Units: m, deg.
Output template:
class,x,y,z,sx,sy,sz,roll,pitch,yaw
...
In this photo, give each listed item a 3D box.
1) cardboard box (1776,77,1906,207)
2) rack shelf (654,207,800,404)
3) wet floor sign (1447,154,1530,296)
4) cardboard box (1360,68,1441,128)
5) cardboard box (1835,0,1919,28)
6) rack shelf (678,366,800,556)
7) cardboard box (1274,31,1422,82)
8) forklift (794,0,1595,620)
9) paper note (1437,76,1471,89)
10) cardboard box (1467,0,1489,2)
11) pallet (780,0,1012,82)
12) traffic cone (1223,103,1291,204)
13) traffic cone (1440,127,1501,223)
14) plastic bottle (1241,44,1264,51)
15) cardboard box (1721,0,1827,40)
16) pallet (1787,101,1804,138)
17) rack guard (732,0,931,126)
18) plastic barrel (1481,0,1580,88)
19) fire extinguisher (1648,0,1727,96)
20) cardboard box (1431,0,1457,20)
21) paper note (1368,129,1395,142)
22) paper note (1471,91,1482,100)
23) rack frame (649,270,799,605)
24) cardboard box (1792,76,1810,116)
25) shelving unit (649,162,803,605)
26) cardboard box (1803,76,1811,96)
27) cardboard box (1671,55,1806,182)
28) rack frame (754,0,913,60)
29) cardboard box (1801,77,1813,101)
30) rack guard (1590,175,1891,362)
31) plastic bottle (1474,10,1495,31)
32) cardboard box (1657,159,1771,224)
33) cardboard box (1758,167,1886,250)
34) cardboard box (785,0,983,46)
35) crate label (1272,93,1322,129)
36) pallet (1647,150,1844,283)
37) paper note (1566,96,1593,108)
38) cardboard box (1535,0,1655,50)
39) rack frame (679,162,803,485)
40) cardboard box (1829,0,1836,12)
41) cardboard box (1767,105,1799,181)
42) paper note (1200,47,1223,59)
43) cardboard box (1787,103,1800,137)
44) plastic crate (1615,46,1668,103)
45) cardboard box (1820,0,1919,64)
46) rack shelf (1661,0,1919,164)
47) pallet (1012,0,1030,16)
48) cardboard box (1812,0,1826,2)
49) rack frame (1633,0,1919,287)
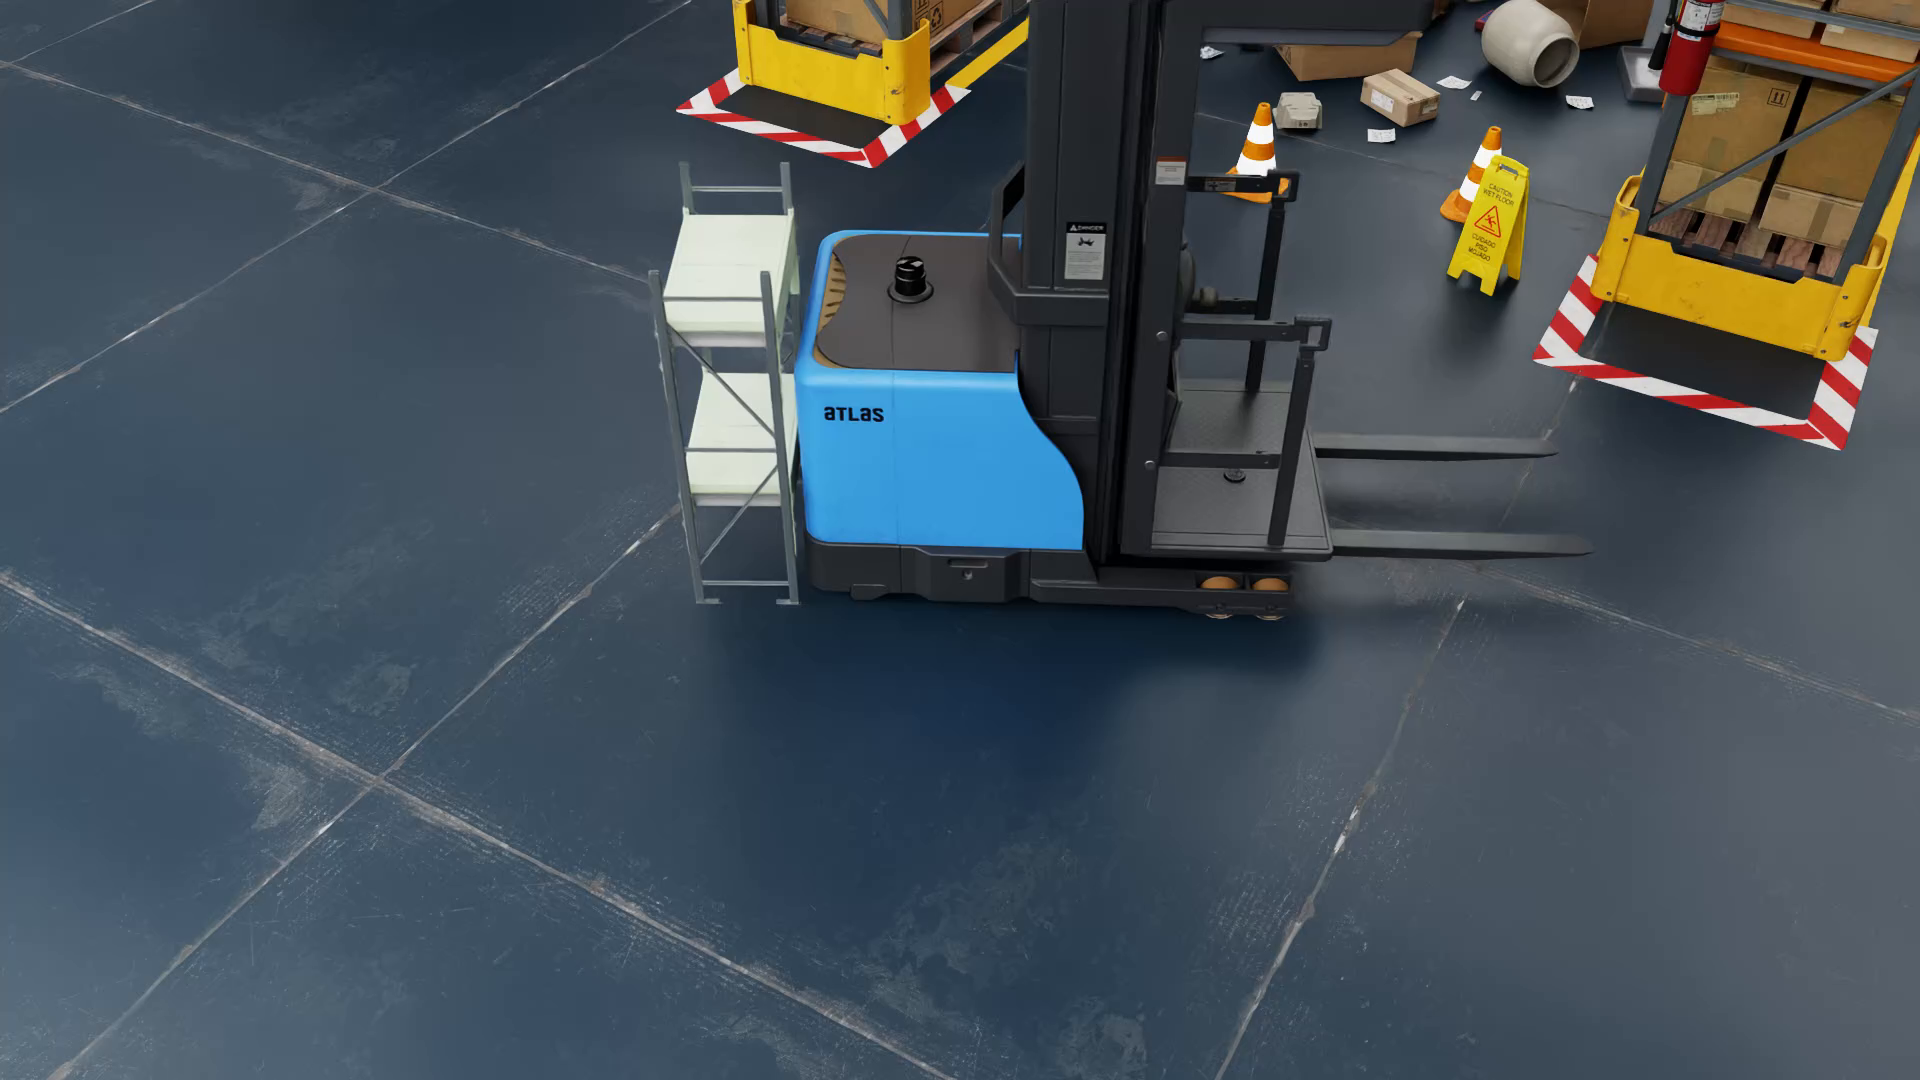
class,x,y,z,sx,sy,sz,roll,pitch,yaw
cardboard box,4.264,-1.973,7.917,0.500,0.500,0.500,19,45,21
rack shelf,-0.822,-0.854,5.995,0.431,0.370,0.720,0,41,0
wet floor sign,2.588,-1.544,8.015,0.232,0.644,0.267,-29,49,-29
cardboard box,2.517,-2.530,9.510,0.250,0.149,0.380,-21,45,-22
cardboard box,4.087,-2.511,7.031,0.500,0.500,0.500,20,45,21
rack shelf,-0.822,-0.317,6.468,0.431,0.370,0.720,0,41,0
cardboard box,2.297,-3.088,9.876,0.797,0.503,0.637,-7,42,-7
forklift,0.933,-1.153,5.842,3.031,2.935,1.130,2,41,2
paper note,2.914,-2.699,9.801,0.142,0.019,0.148,-29,49,-29
cardboard box,3.346,-3.689,10.738,0.258,0.266,0.396,-7,42,-7
pallet,-0.394,-3.198,10.222,1.003,0.211,1.213,21,45,22
traffic cone,1.577,-2.075,8.757,0.336,0.463,0.334,21,45,22
traffic cone,2.708,-1.903,8.561,0.336,0.463,0.334,21,45,22
plastic bottle,1.803,-3.093,10.216,0.133,0.061,0.283,7,42,8
cardboard box,3.612,-2.373,7.365,0.380,0.149,0.250,22,46,23
pallet,4.696,-2.328,9.234,1.003,0.211,1.213,21,45,22
rack guard,-0.738,-2.810,9.562,1.175,0.500,0.348,21,45,22
plastic barrel,3.333,-2.898,9.721,0.421,0.421,0.512,-14,43,-15
fire extinguisher,3.154,-2.240,7.083,0.296,0.674,0.183,21,45,22
cardboard box,2.758,-3.677,10.441,0.797,0.637,0.503,21,45,22
paper note,2.360,-2.267,9.301,0.148,0.019,0.142,7,42,8
paper note,3.006,-2.589,9.682,0.032,0.001,0.123,21,45,22
rack frame,-0.826,-0.320,5.978,0.400,1.500,0.023,0,41,0
cardboard box,4.043,-2.434,8.439,0.500,0.500,0.500,23,46,24
shelving unit,-0.822,-0.562,6.253,0.431,1.500,0.755,0,41,0
cardboard box,4.302,-2.720,8.765,0.500,0.500,0.500,20,45,21
cardboard box,3.785,-2.134,8.099,0.500,0.500,0.500,21,46,22
rack frame,-0.726,-3.762,8.752,1.000,3.000,0.127,21,45,22
cardboard box,4.562,-2.735,9.349,0.500,0.250,0.500,20,45,22
rack guard,3.648,-1.288,7.834,1.175,0.500,0.348,21,45,22
plastic bottle,3.342,-3.250,10.394,0.133,0.061,0.283,29,49,29
cardboard box,3.793,-1.873,8.370,0.500,0.250,0.500,21,45,22
cardboard box,4.253,-1.678,8.149,0.500,0.250,0.500,21,45,22
cardboard box,-0.444,-3.532,9.781,0.875,0.875,0.875,21,46,22
crate label,1.917,-2.424,9.398,0.250,0.136,0.298,0,41,0
pallet,4.085,-1.632,8.444,1.003,0.211,1.213,21,45,22
paper note,3.583,-2.537,9.607,0.142,0.019,0.148,7,42,8
cardboard box,3.897,-3.371,10.198,0.500,0.500,0.500,-14,43,-15
rack frame,-0.818,-0.804,6.528,0.400,1.500,0.023,0,41,0
cardboard box,4.073,-2.363,7.354,0.380,0.149,0.250,22,46,23
cardboard box,4.047,-2.153,8.688,0.500,0.250,0.500,21,46,22
paper note,1.507,-2.959,10.088,0.142,0.017,0.144,-29,49,-29
cardboard box,4.305,-2.455,9.030,0.500,0.250,0.500,19,45,21
plastic crate,4.116,-2.748,9.810,0.402,0.080,0.583,7,42,8
cardboard box,3.959,-2.214,7.184,0.380,0.149,0.250,21,46,22
rack shelf,4.611,-3.057,8.496,1.077,0.370,4.000,21,45,22
pallet,0.217,-3.894,11.012,1.003,0.211,1.213,21,45,22
cardboard box,3.643,-2.733,7.283,0.500,0.500,0.500,20,45,21
rack frame,3.610,-2.182,6.958,1.000,3.000,0.127,21,45,22
